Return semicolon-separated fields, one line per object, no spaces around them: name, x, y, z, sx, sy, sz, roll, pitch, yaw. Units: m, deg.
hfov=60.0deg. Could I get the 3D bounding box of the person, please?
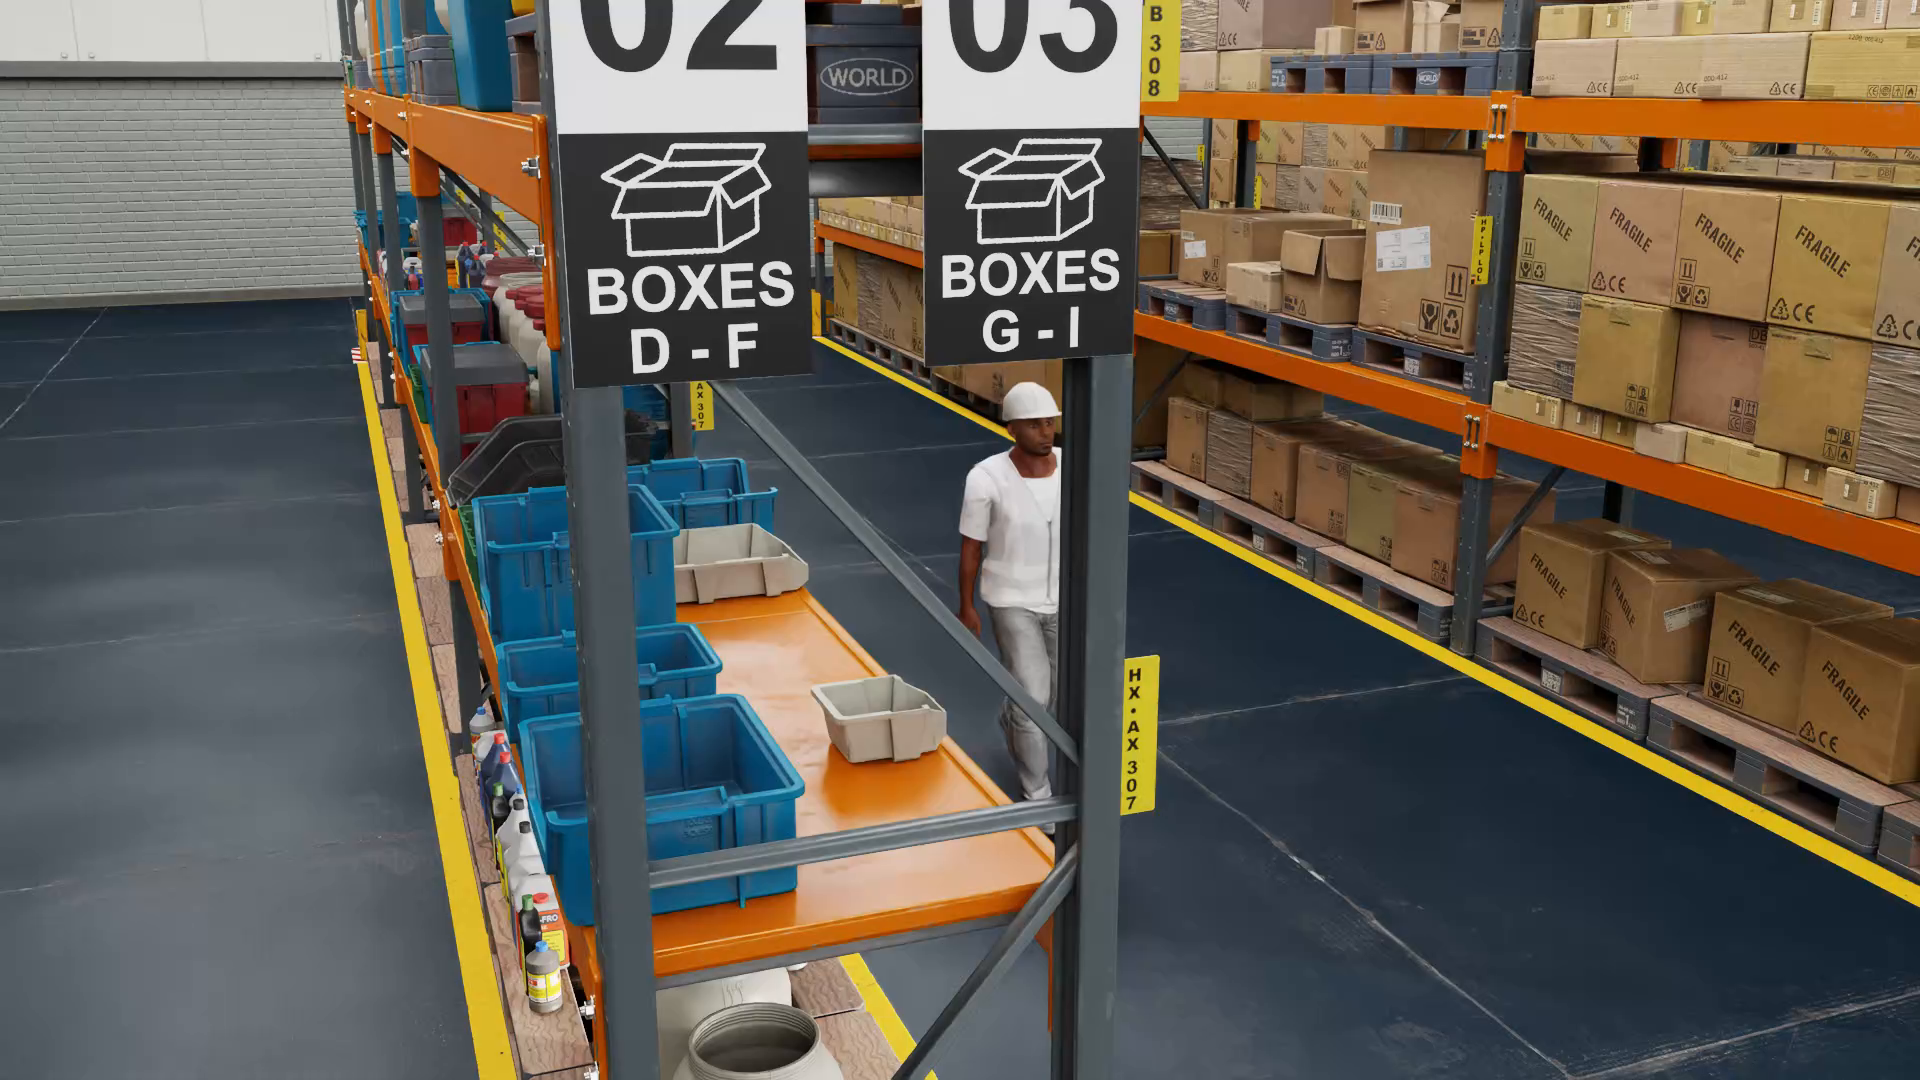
person;0.282;0.231;6.612;0.581;1.748;0.840;-7;17;-23
